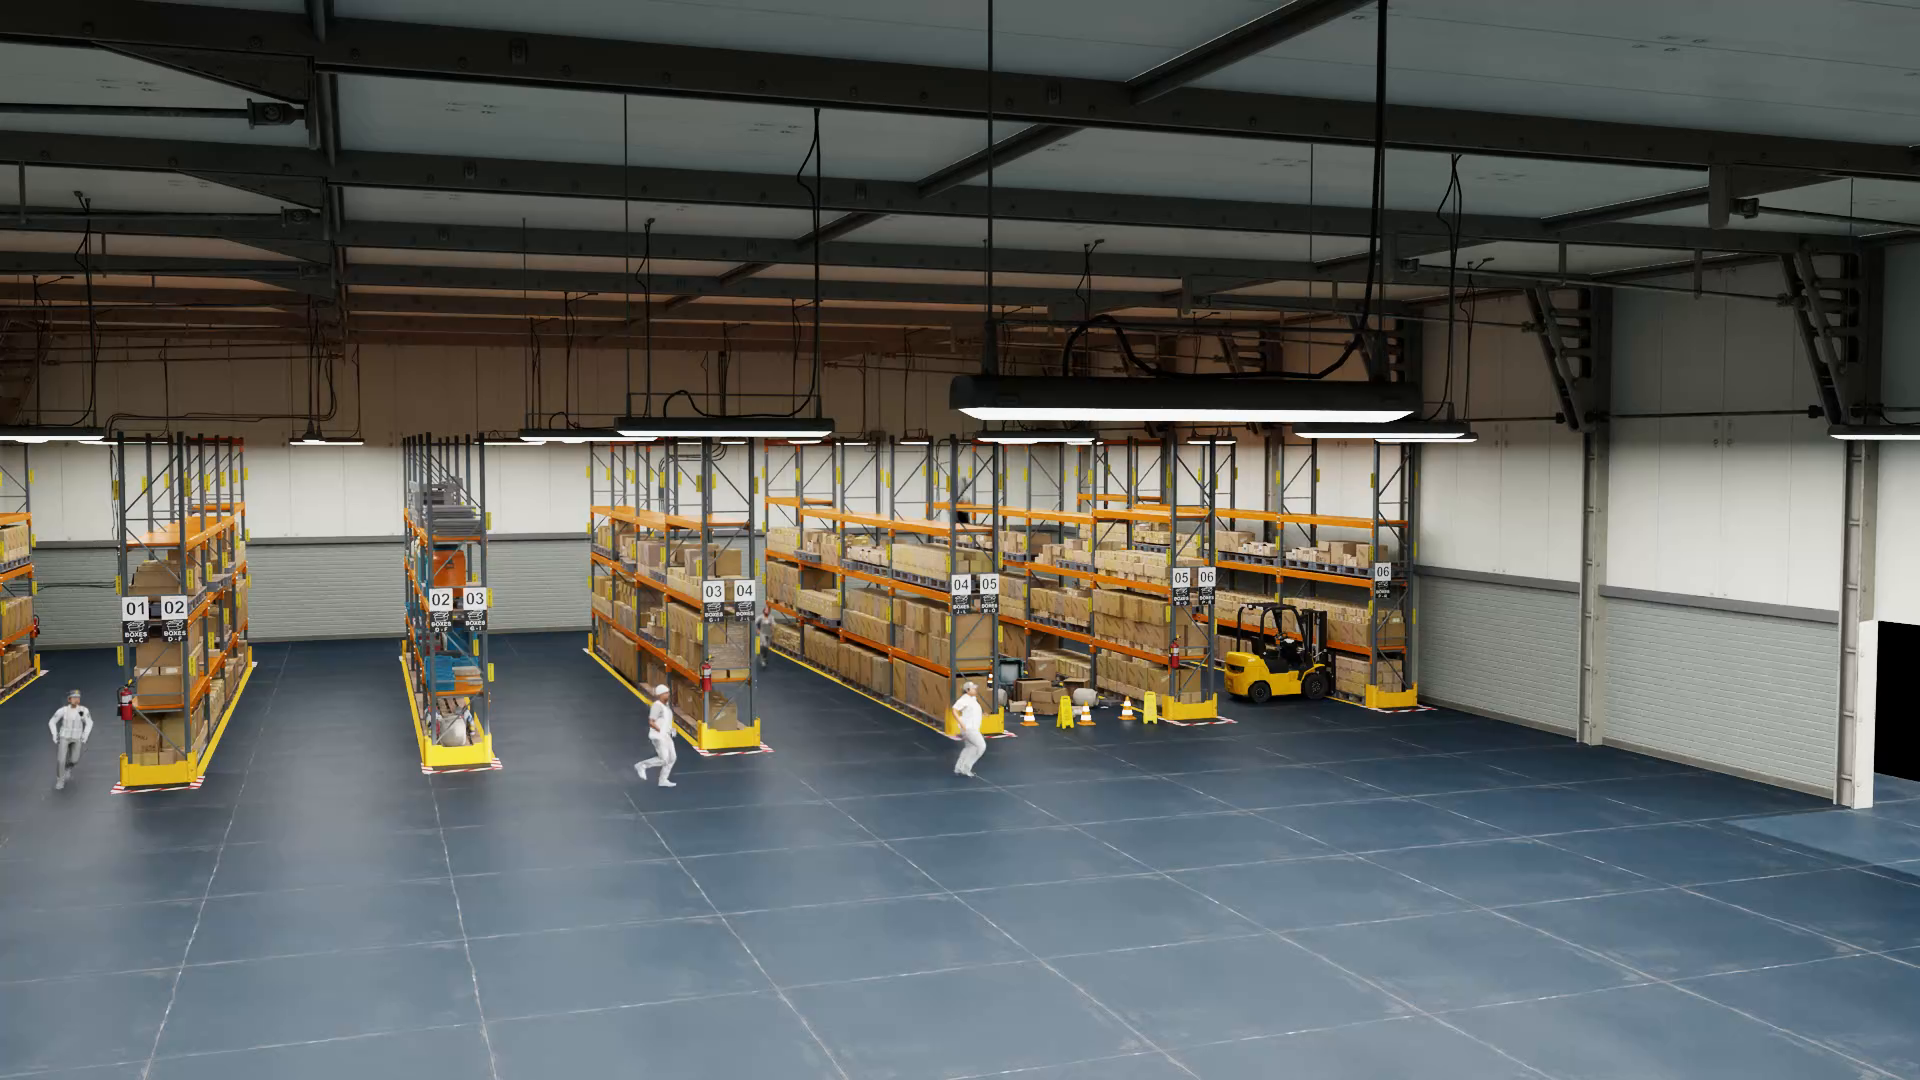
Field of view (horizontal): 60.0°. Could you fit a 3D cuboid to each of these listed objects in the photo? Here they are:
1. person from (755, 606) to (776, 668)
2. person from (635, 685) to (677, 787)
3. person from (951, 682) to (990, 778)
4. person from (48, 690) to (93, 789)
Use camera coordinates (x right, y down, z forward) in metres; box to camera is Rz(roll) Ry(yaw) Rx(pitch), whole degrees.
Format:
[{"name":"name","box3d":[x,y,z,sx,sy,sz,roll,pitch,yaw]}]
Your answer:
[{"name":"person","box3d":[-5.075,2.526,43.430,0.521,1.597,0.721,-1,3,-24]},{"name":"person","box3d":[-5.121,3.302,28.058,0.695,1.733,0.669,0,3,7]},{"name":"person","box3d":[0.201,3.293,28.915,0.655,1.659,0.587,1,3,15]},{"name":"person","box3d":[-15.056,3.358,28.170,0.669,1.640,0.512,-2,4,-33]}]
